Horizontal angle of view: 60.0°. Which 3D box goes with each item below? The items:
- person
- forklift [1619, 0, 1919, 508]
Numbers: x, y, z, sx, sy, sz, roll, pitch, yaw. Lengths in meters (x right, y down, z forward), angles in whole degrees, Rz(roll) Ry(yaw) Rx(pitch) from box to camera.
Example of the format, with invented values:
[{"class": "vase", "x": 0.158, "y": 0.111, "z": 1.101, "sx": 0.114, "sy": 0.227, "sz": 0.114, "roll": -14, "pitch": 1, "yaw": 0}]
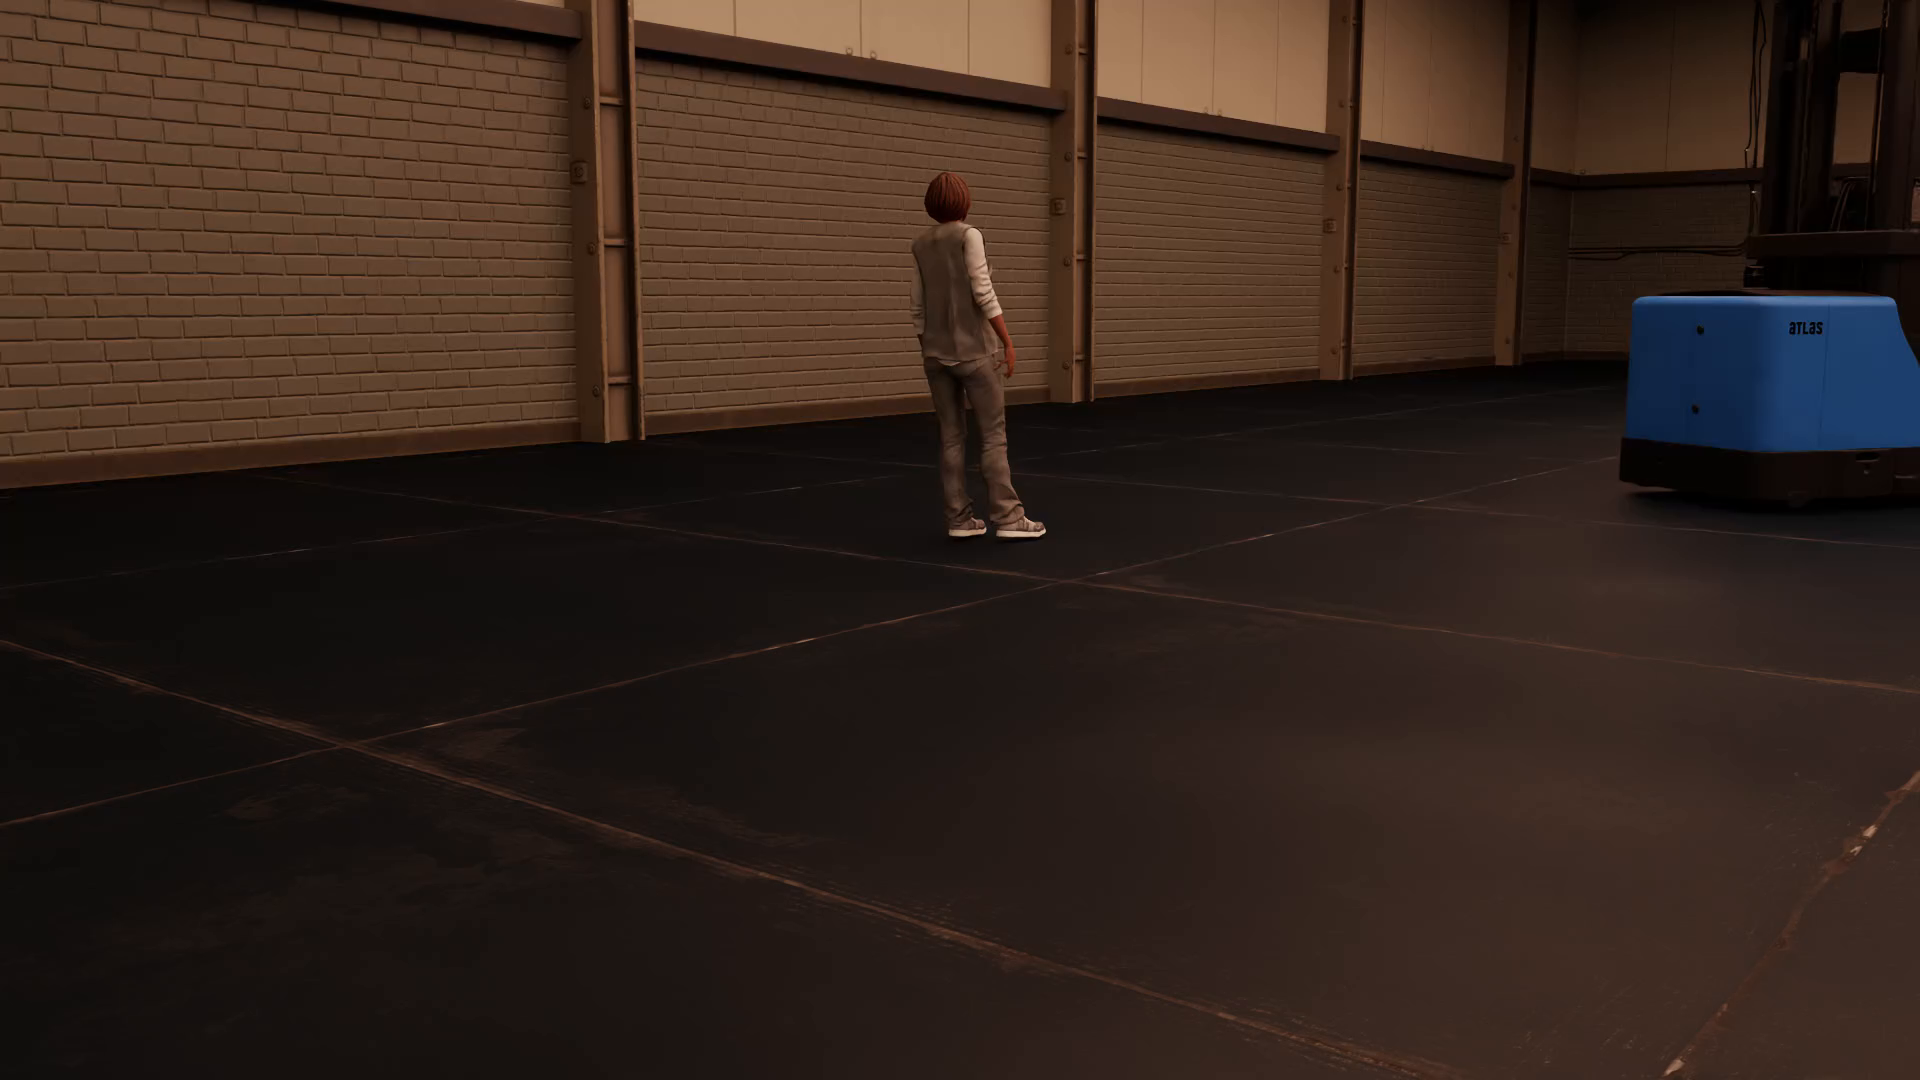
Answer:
[{"class": "person", "x": 0.057, "y": -0.805, "z": 7.336, "sx": 0.520, "sy": 1.597, "sz": 0.475, "roll": 7, "pitch": 11, "yaw": 38}, {"class": "forklift", "x": 5.191, "y": -1.713, "z": 8.989, "sx": 3.031, "sy": 2.935, "sz": 1.130, "roll": -3, "pitch": 9, "yaw": -19}]
